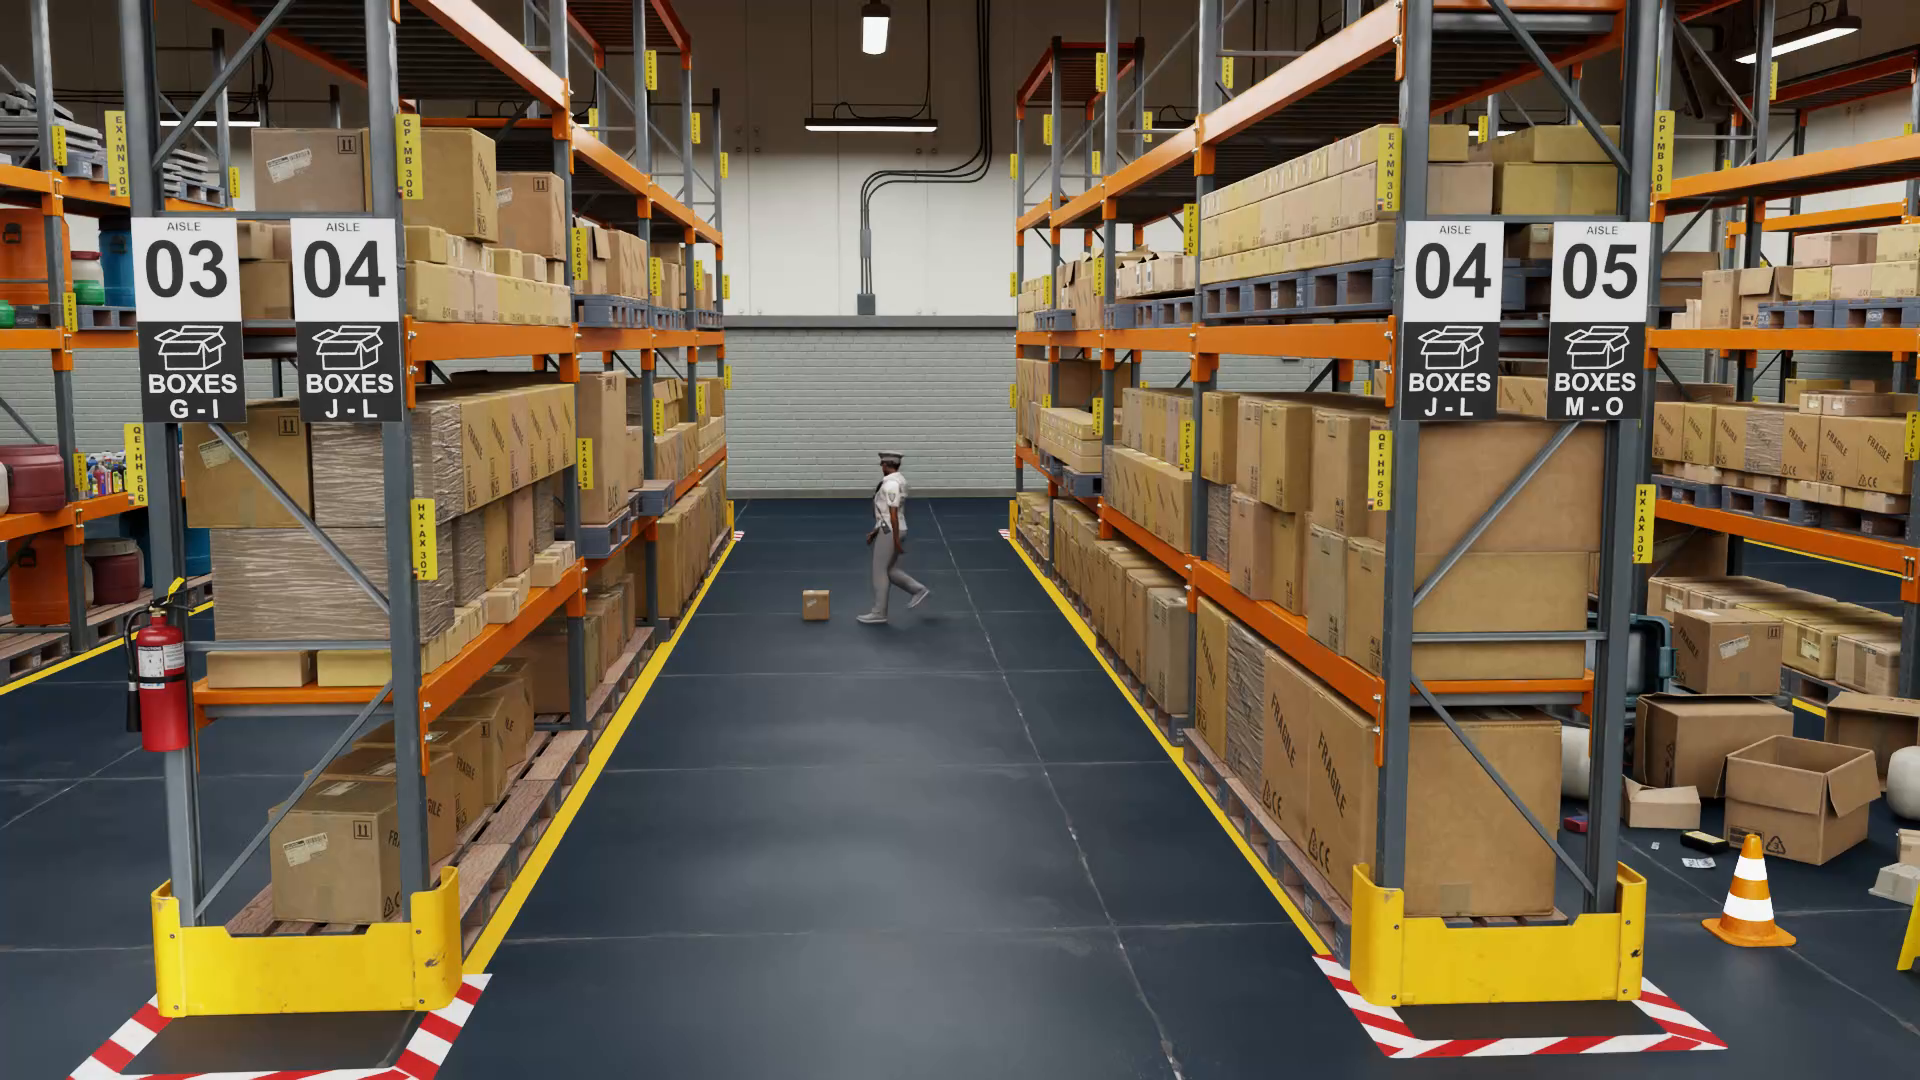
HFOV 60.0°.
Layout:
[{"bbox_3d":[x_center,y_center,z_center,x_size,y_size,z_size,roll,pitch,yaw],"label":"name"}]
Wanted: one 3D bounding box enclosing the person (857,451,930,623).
[{"bbox_3d":[-0.643,-0.040,16.082,0.662,1.634,0.516,1,7,7],"label":"person"}]
